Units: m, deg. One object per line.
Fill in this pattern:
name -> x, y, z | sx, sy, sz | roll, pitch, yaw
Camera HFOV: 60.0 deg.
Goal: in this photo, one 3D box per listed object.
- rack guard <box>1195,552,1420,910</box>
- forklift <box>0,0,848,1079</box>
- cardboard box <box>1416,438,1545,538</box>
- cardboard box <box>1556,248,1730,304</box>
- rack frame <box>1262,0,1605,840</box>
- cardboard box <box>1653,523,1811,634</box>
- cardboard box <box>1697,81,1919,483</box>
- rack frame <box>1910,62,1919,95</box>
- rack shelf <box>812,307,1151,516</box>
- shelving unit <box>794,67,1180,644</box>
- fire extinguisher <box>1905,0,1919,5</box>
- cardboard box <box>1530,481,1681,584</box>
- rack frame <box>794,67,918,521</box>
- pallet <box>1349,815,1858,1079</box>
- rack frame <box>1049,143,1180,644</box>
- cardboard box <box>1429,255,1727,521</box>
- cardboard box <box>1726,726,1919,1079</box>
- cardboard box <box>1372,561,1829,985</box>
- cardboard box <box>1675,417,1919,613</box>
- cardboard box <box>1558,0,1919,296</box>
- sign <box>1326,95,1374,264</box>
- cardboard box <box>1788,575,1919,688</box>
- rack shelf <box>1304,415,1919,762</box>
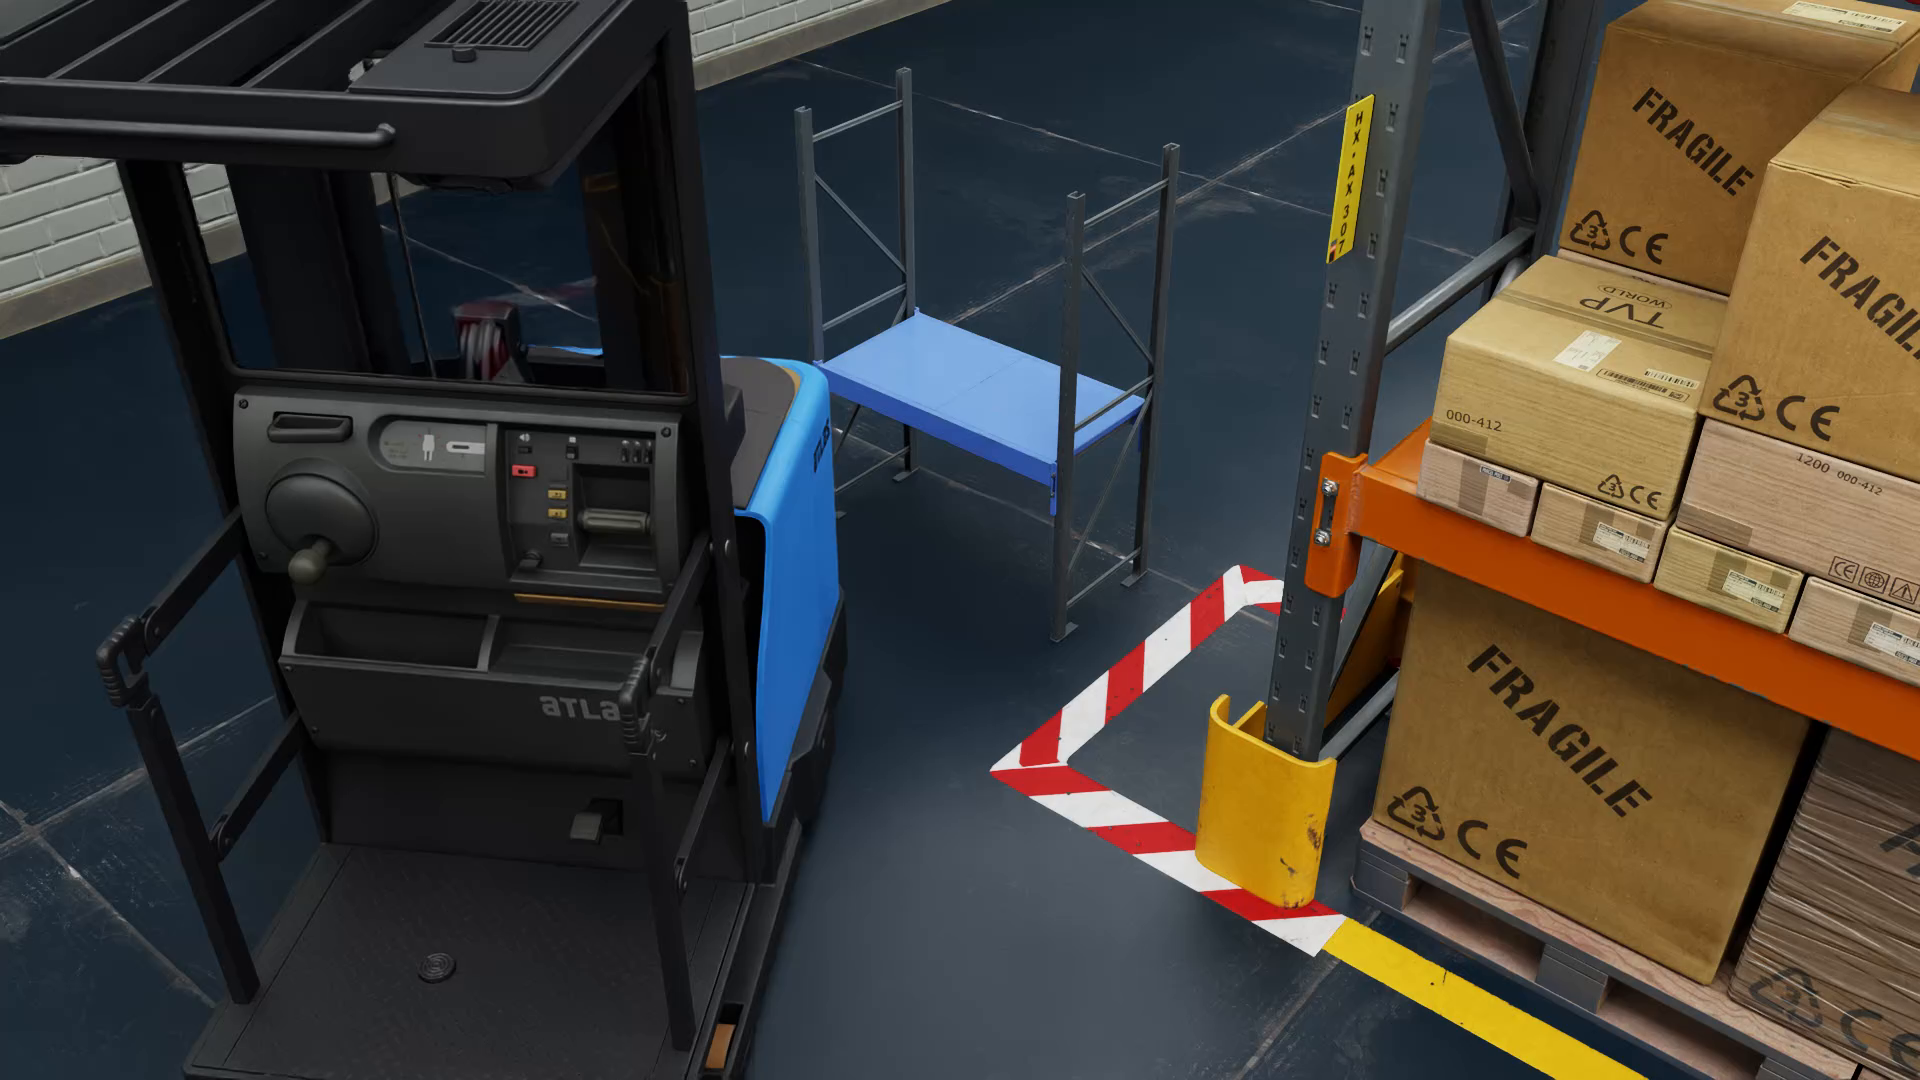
rack guard -> 1.116, 0.458, 4.641 | 0.348, 0.500, 1.175 | 25, 42, 32
forklift -> -1.045, -0.025, 3.197 | 1.130, 2.935, 3.031 | 4, 35, 6
cardboard box -> 1.196, -0.188, 3.596 | 0.250, 0.149, 0.380 | 26, 42, 32
cardboard box -> 1.677, -0.564, 3.792 | 0.500, 0.250, 0.500 | 25, 41, 31
rack frame -> 1.135, -0.563, 3.921 | 0.127, 3.000, 1.000 | 25, 42, 32
cardboard box -> 1.591, -0.003, 3.326 | 0.250, 0.149, 0.380 | 24, 41, 31
cardboard box -> 1.715, -0.461, 2.979 | 0.500, 0.500, 0.500 | 24, 41, 31
rack frame -> 4.386, -2.685, 7.010 | 0.127, 3.000, 1.000 | 25, 42, 32
rack shelf -> 0.066, -0.439, 5.382 | 1.000, 0.185, 0.538 | 25, 42, 32
shelving unit -> 0.066, -0.587, 5.280 | 1.048, 1.500, 0.538 | 25, 42, 32
fire extinguisher -> 4.487, -2.791, 7.562 | 0.183, 0.674, 0.296 | 25, 42, 32
cardboard box -> 1.394, -0.095, 3.461 | 0.250, 0.149, 0.380 | 25, 41, 31
rack frame -> -0.325, -0.771, 5.549 | 0.032, 1.500, 0.500 | 25, 42, 32
pallet -> 1.799, 0.842, 4.338 | 1.213, 0.211, 1.003 | 25, 42, 32
rack frame -> 0.456, -0.403, 5.012 | 0.032, 1.500, 0.500 | 25, 42, 32
cardboard box -> 1.331, -0.333, 3.455 | 0.500, 0.250, 0.500 | 24, 41, 31
cardboard box -> 2.377, 0.666, 3.637 | 0.875, 0.875, 0.875 | 25, 42, 32
cardboard box -> 1.678, 0.336, 4.116 | 0.875, 0.875, 0.875 | 25, 42, 32
cardboard box -> 1.734, -0.147, 3.185 | 0.500, 0.250, 0.500 | 25, 41, 31
cardboard box -> 1.677, -0.871, 3.576 | 0.500, 0.500, 0.500 | 26, 42, 32
sign -> 0.775, -0.714, 3.305 | 0.005, 0.325, 0.100 | 25, 42, 32
cardboard box -> 1.793, 0.091, 3.190 | 0.250, 0.149, 0.380 | 25, 41, 31
rack shelf -> 2.672, 0.458, 3.070 | 4.000, 0.370, 1.077 | 25, 42, 32
